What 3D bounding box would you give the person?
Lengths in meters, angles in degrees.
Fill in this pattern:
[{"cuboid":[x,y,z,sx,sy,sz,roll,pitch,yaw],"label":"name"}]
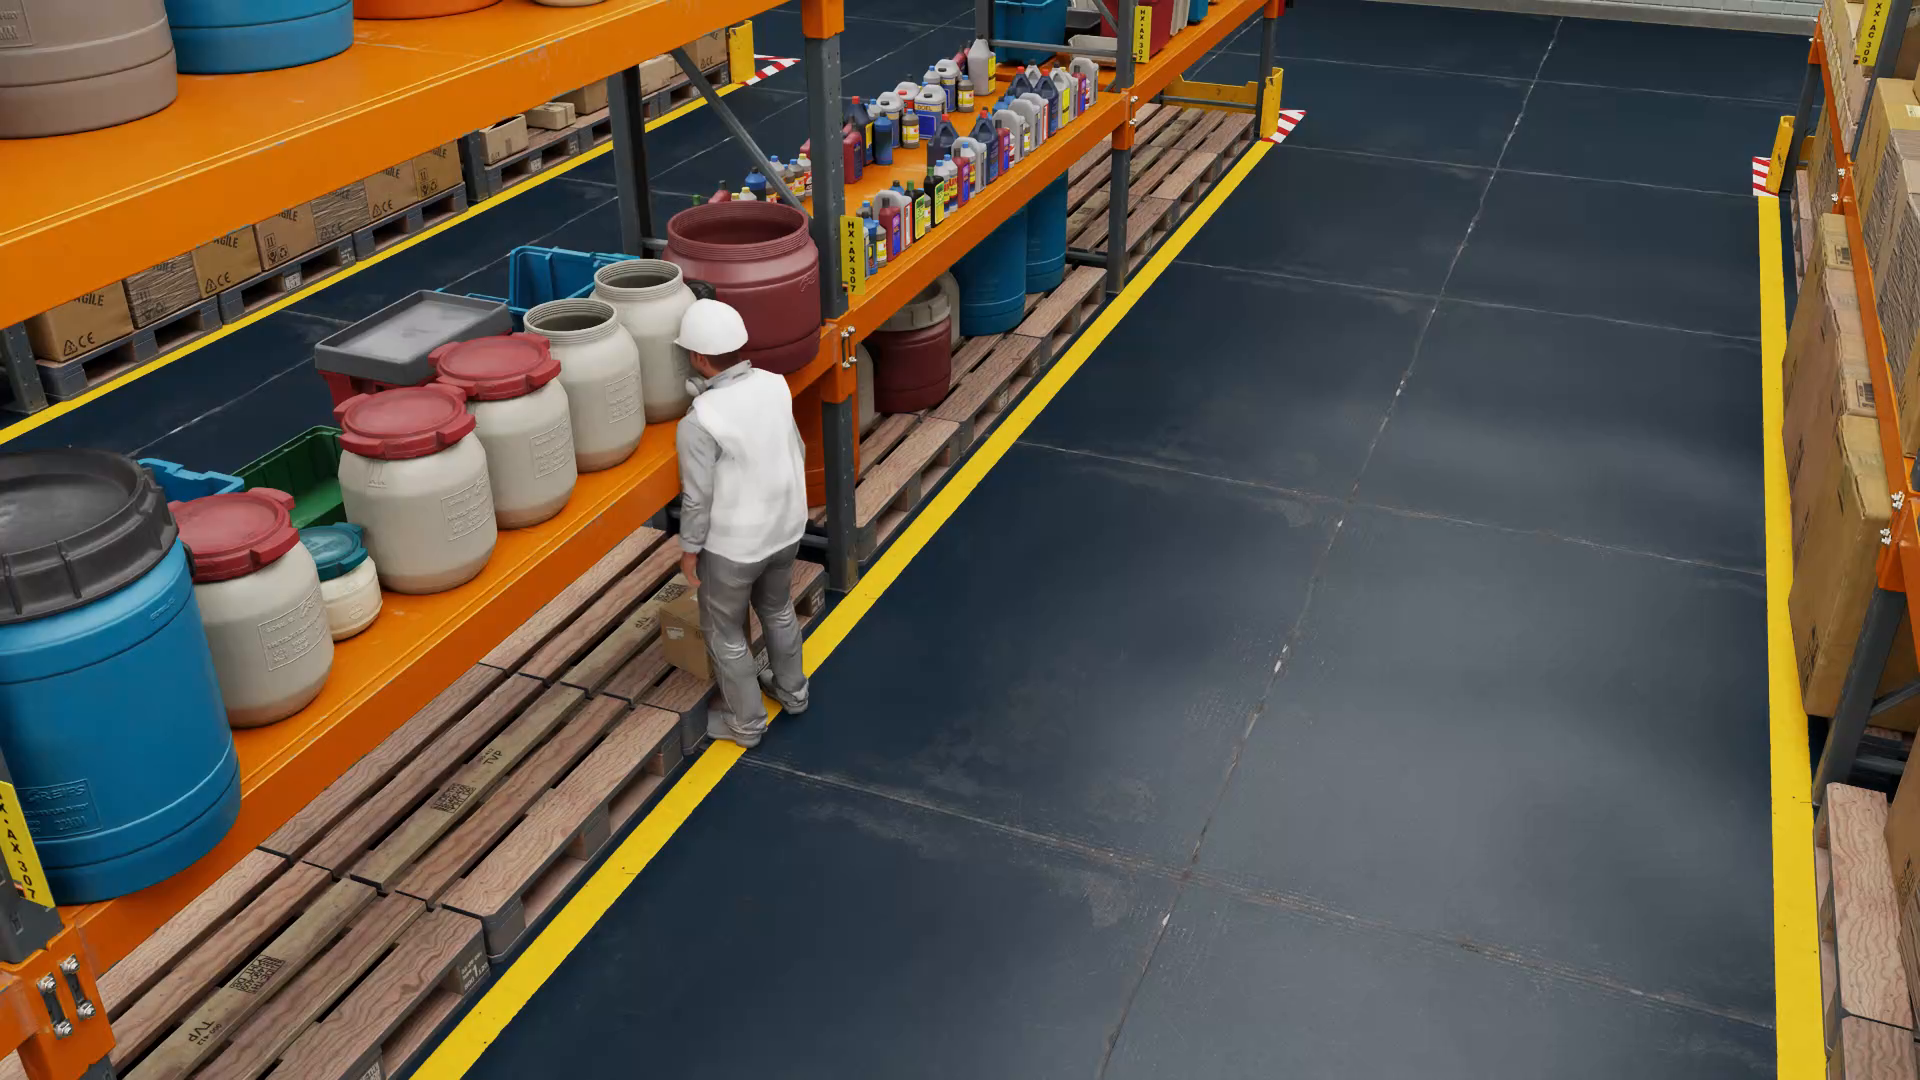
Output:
[{"cuboid":[-0.809,-0.046,6.183,0.464,1.771,0.580,22,36,34],"label":"person"}]
